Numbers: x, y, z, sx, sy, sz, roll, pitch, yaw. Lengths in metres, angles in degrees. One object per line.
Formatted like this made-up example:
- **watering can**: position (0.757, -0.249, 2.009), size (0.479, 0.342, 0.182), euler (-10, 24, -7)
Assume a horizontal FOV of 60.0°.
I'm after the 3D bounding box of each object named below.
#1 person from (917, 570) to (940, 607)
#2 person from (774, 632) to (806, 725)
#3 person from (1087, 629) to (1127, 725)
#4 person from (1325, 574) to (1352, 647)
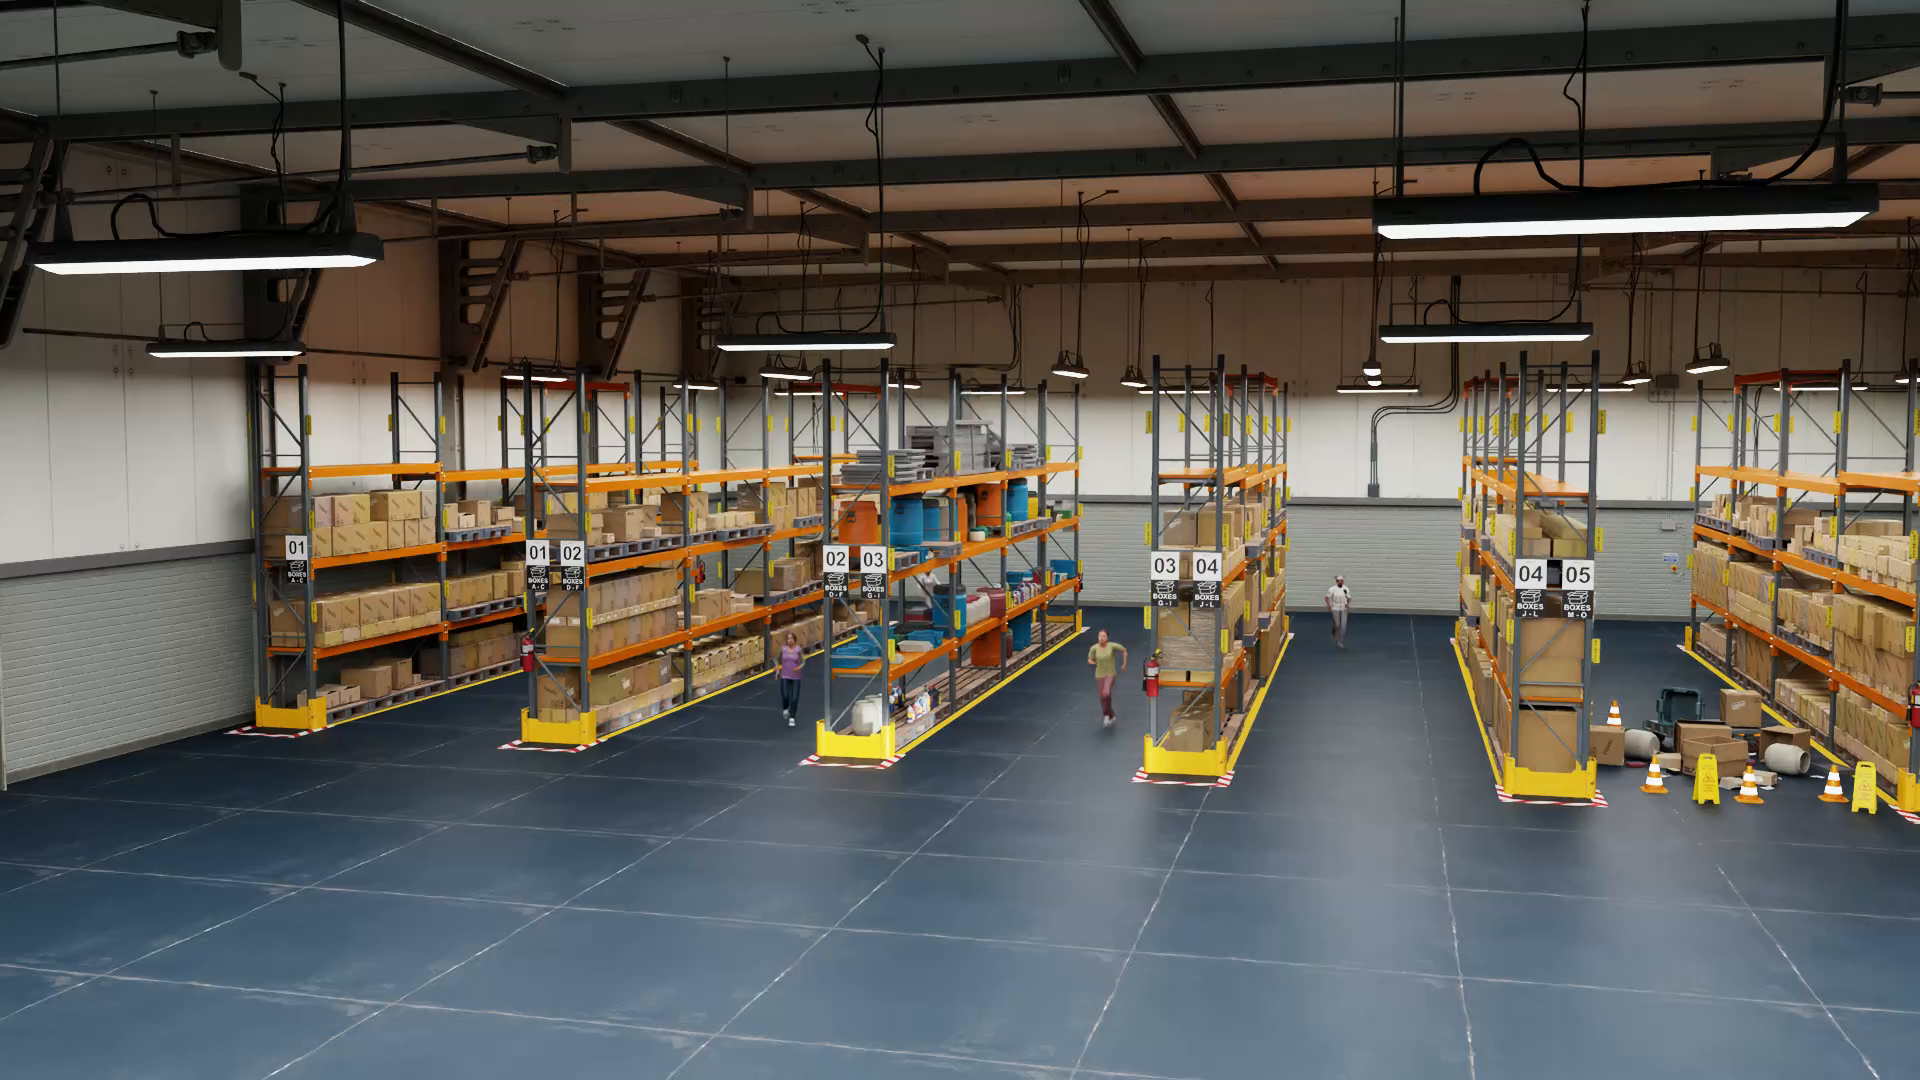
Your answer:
- **person**: position (-0.773, 1.389, 41.376), size (0.560, 1.539, 0.593), euler (-1, 4, -11)
- **person**: position (-2.828, 2.317, 27.646), size (0.532, 1.556, 0.541), euler (0, 4, -5)
- **person**: position (2.419, 2.267, 27.514), size (0.611, 1.619, 0.745), euler (1, 4, 17)
- **person**: position (8.560, 1.594, 37.511), size (0.573, 1.657, 0.557), euler (0, 4, 1)
